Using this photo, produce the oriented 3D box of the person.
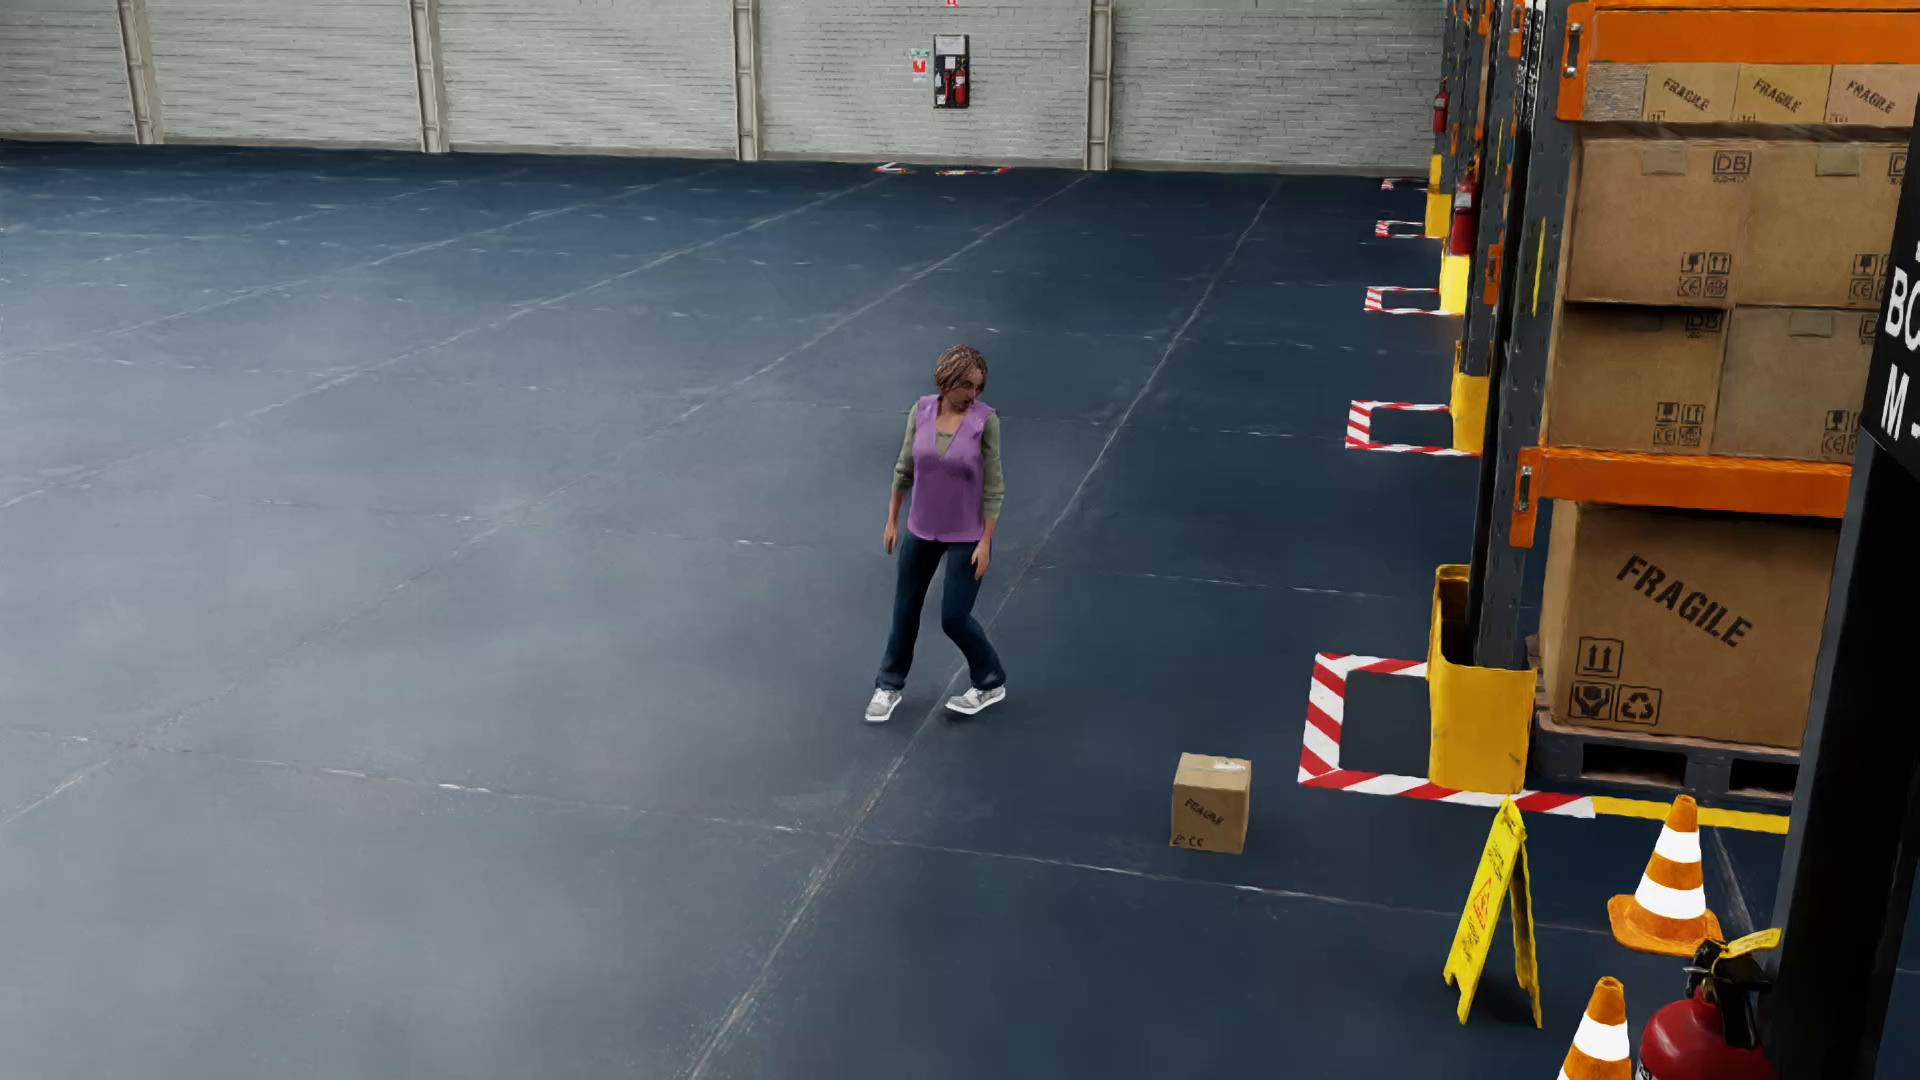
[{"bbox_3d":[-0.091,-0.014,6.659,0.544,1.559,0.442,9,21,25],"label":"person"}]
